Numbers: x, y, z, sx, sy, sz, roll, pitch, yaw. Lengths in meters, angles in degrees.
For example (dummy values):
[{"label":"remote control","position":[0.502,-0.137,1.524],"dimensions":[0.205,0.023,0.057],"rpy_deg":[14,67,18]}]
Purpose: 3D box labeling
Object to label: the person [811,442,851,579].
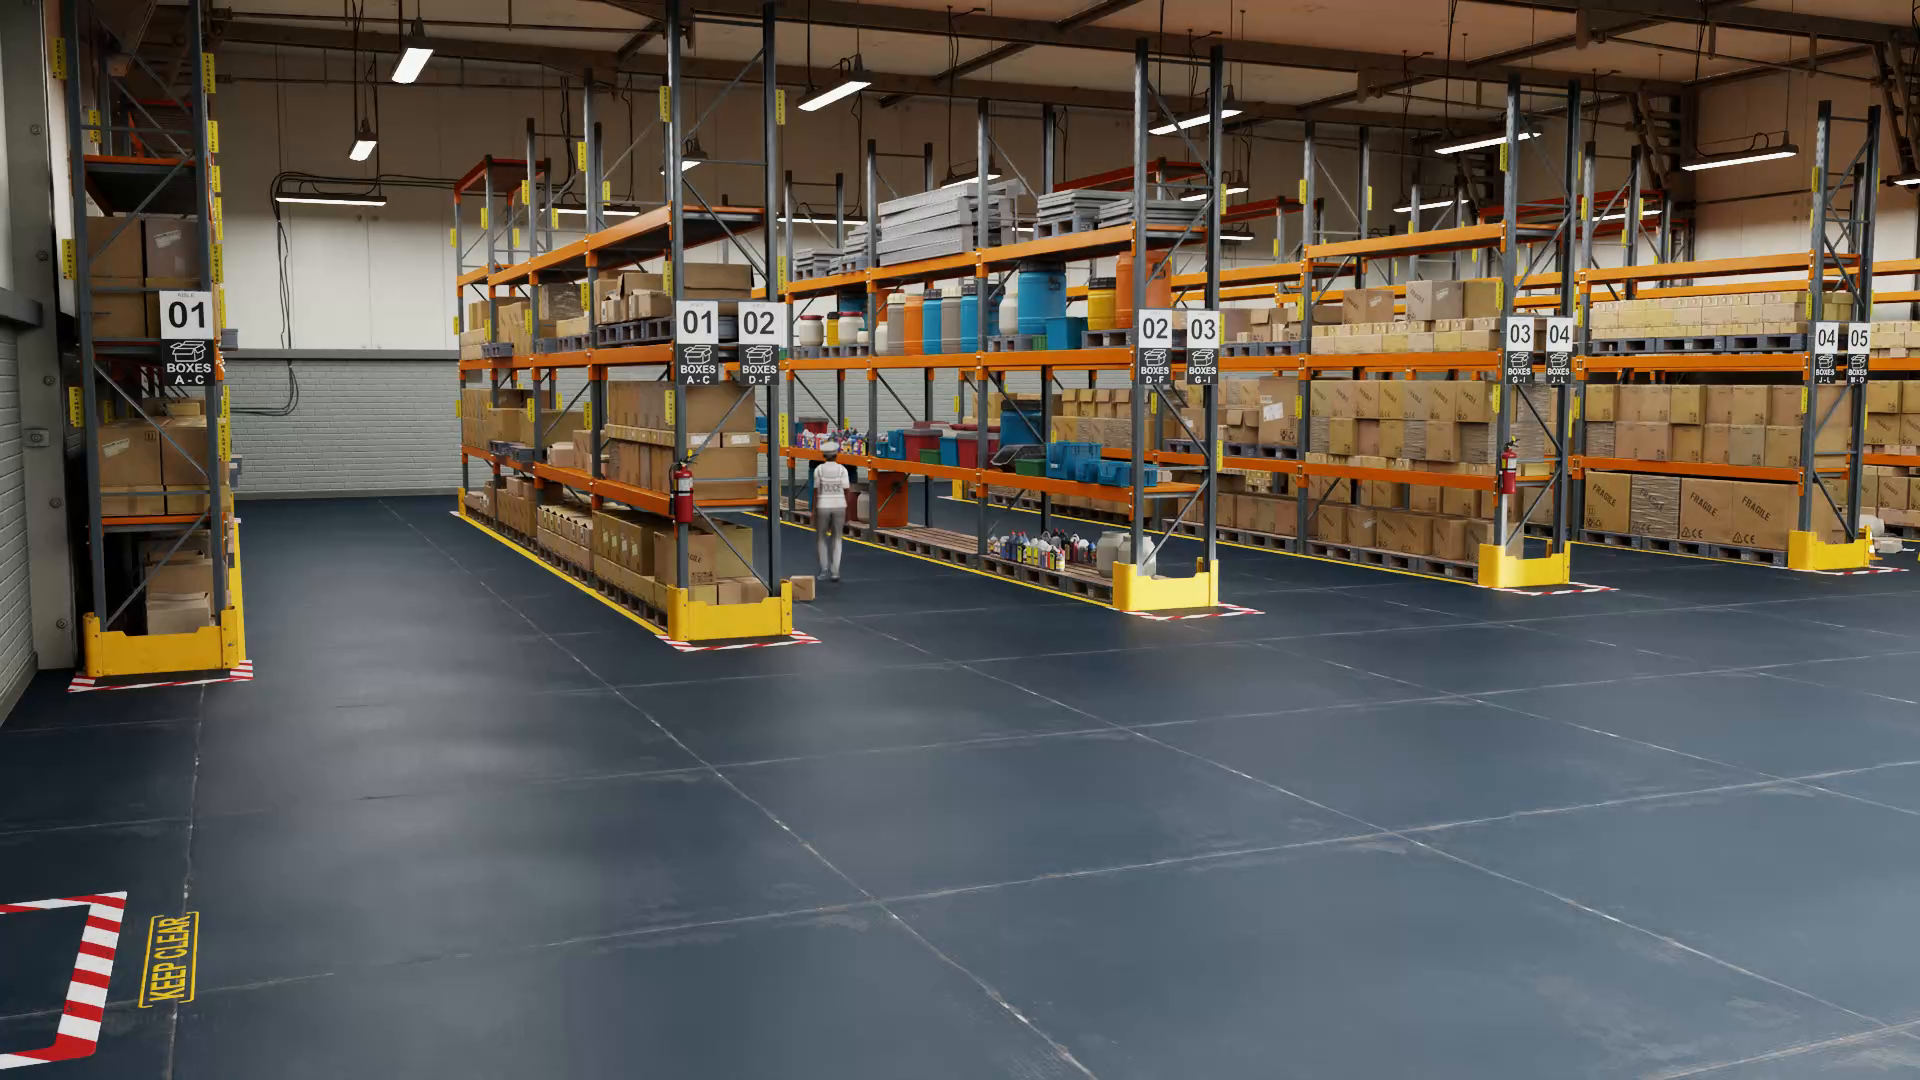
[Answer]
[{"label":"person","position":[-1.586,-0.329,20.451],"dimensions":[0.485,1.751,0.518],"rpy_deg":[0,5,0]}]
